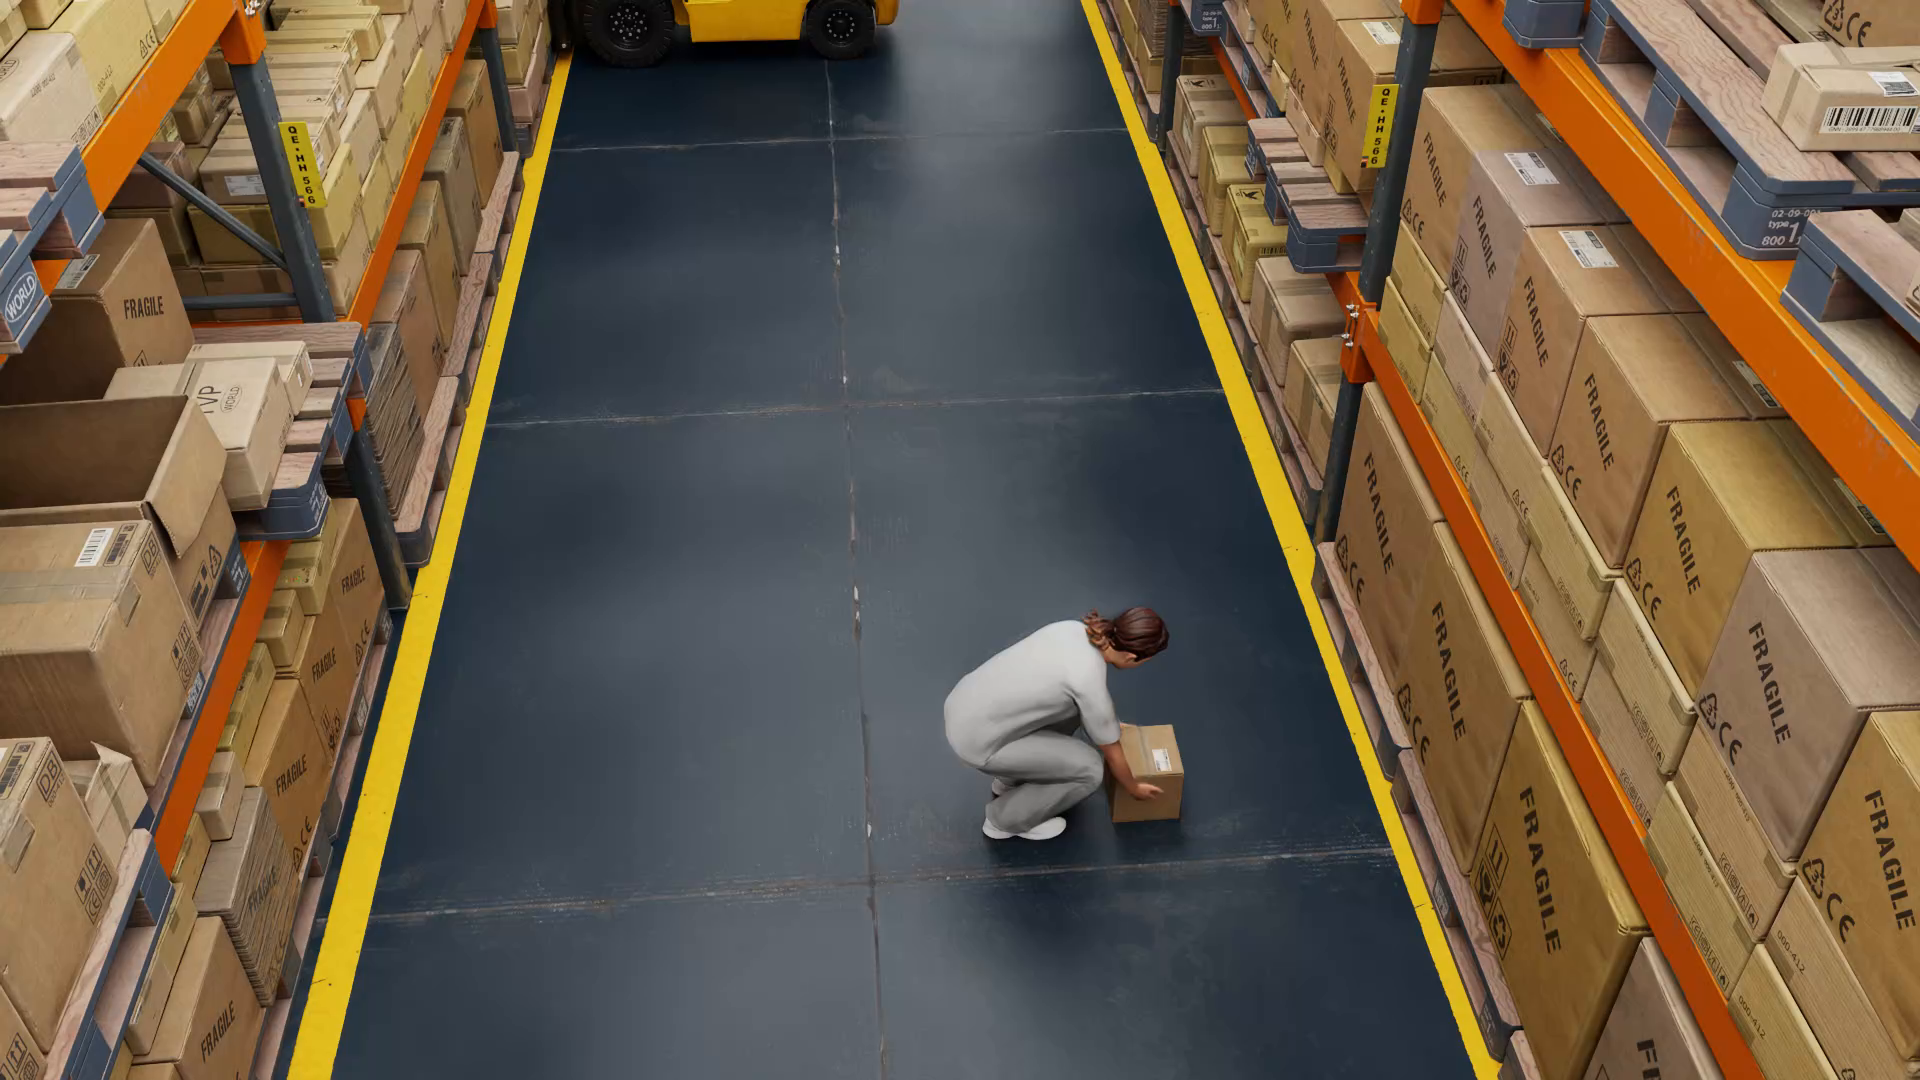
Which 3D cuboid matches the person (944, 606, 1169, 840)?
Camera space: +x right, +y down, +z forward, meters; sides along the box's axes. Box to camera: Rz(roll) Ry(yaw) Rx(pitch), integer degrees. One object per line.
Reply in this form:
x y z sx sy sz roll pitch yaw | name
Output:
0.339 0.640 5.995 0.797 0.892 0.485 -3 39 -4 | person
